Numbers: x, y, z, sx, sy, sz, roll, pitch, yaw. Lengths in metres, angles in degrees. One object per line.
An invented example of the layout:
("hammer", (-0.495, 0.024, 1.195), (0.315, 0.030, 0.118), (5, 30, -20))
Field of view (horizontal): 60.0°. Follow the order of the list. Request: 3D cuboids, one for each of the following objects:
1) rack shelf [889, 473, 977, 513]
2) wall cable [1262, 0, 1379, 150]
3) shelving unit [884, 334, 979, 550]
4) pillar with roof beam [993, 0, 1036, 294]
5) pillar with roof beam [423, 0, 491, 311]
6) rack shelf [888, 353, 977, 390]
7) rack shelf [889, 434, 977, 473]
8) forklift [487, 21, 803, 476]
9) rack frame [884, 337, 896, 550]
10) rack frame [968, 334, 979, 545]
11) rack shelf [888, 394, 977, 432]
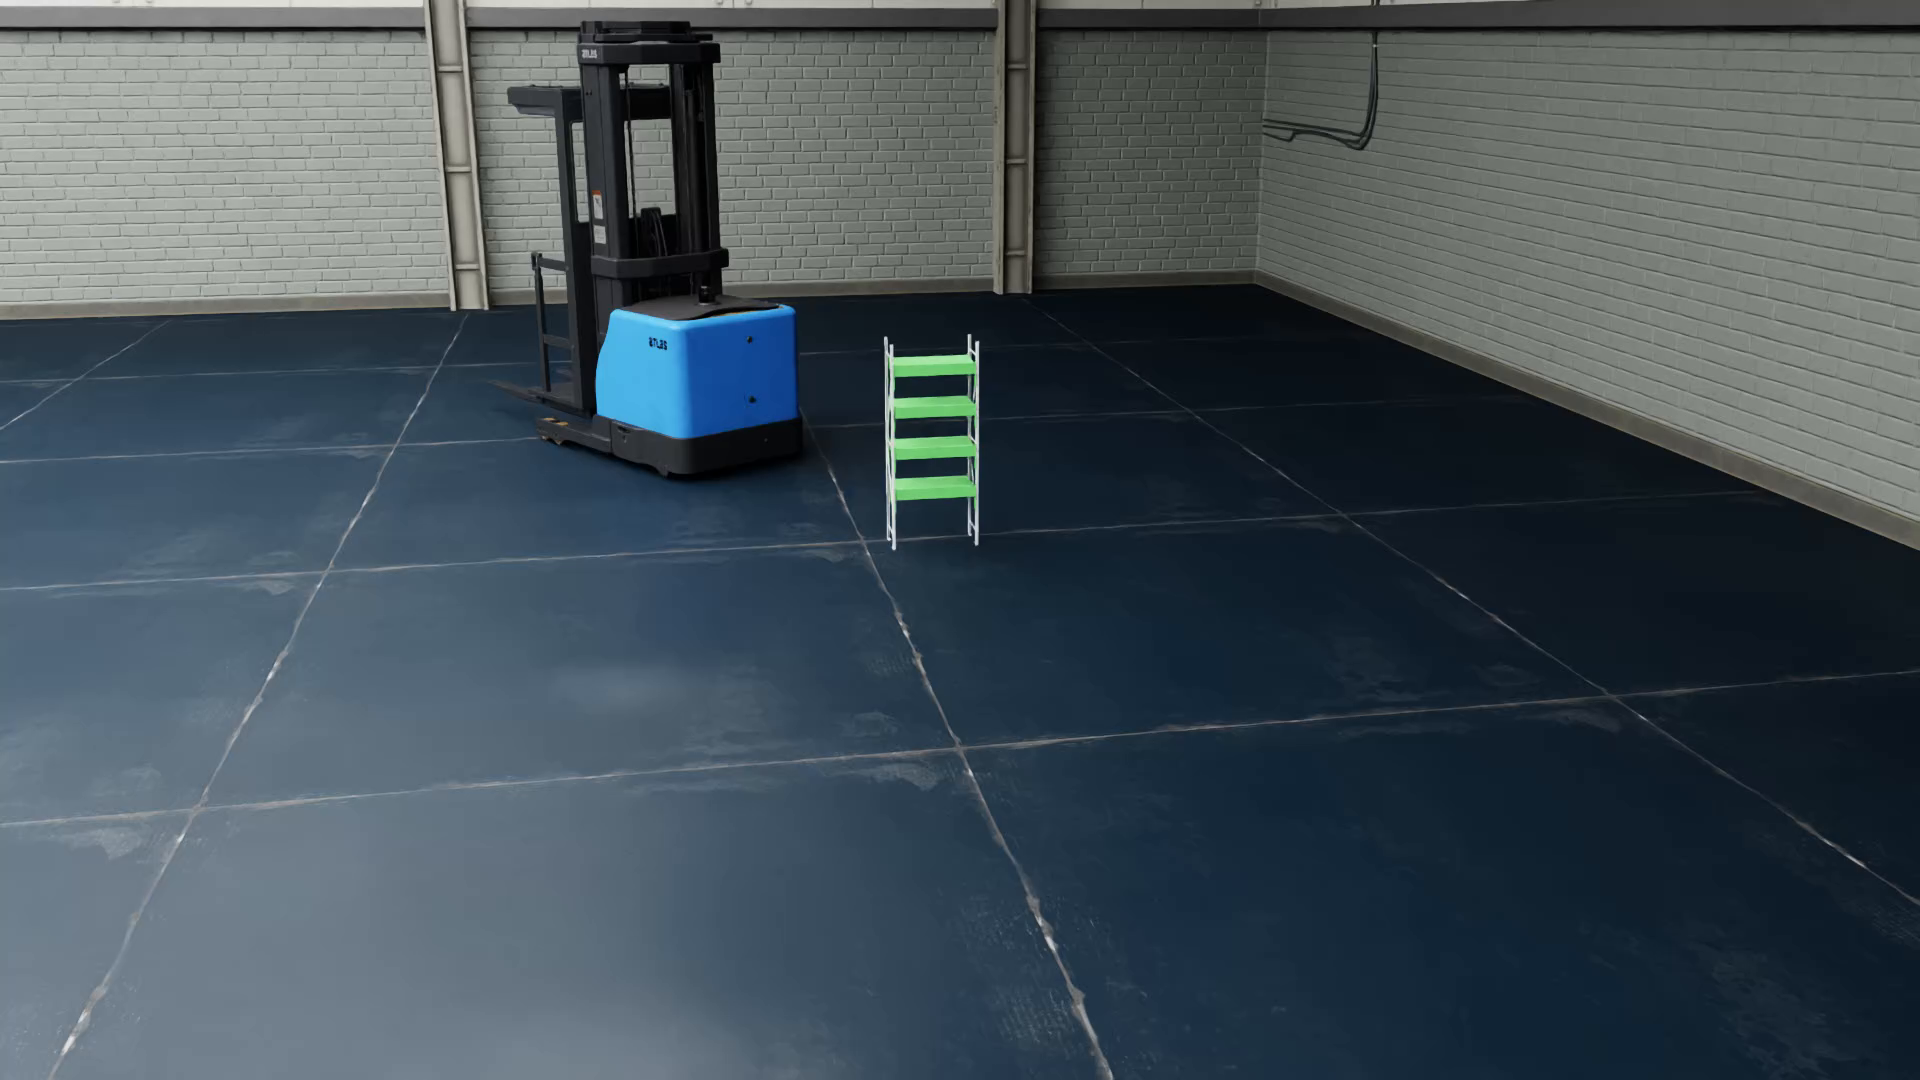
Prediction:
("rack shelf", (-0.163, -0.274, 9.695), (0.480, 0.148, 0.258), (-3, 17, -10))
("wall cable", (3.747, -5.446, 17.504), (0.112, 2.526, 3.097), (-3, 17, -10))
("shelving unit", (-0.163, -0.564, 9.606), (0.503, 1.200, 0.258), (-3, 17, -10))
("pillar with roof beam", (1.420, -5.906, 13.714), (0.400, 9.000, 9.100), (-3, 17, -10))
("pillar with roof beam", (-4.471, -5.572, 12.626), (0.400, 9.000, 9.100), (-3, 17, -10))
("rack shelf", (-0.163, -0.962, 9.483), (0.480, 0.148, 0.258), (-3, 17, -10))
("rack shelf", (-0.163, -0.503, 9.624), (0.480, 0.148, 0.258), (-3, 17, -10))
("forklift", (-2.468, -2.183, 11.927), (1.130, 2.935, 3.031), (-15, 23, -41))
("rack frame", (-0.402, -0.551, 9.561), (0.015, 1.200, 0.240), (-3, 17, -10))
("rack frame", (0.077, -0.578, 9.650), (0.015, 1.200, 0.240), (-3, 17, -10))
("rack shelf", (-0.163, -0.733, 9.554), (0.480, 0.148, 0.258), (-3, 17, -10))
